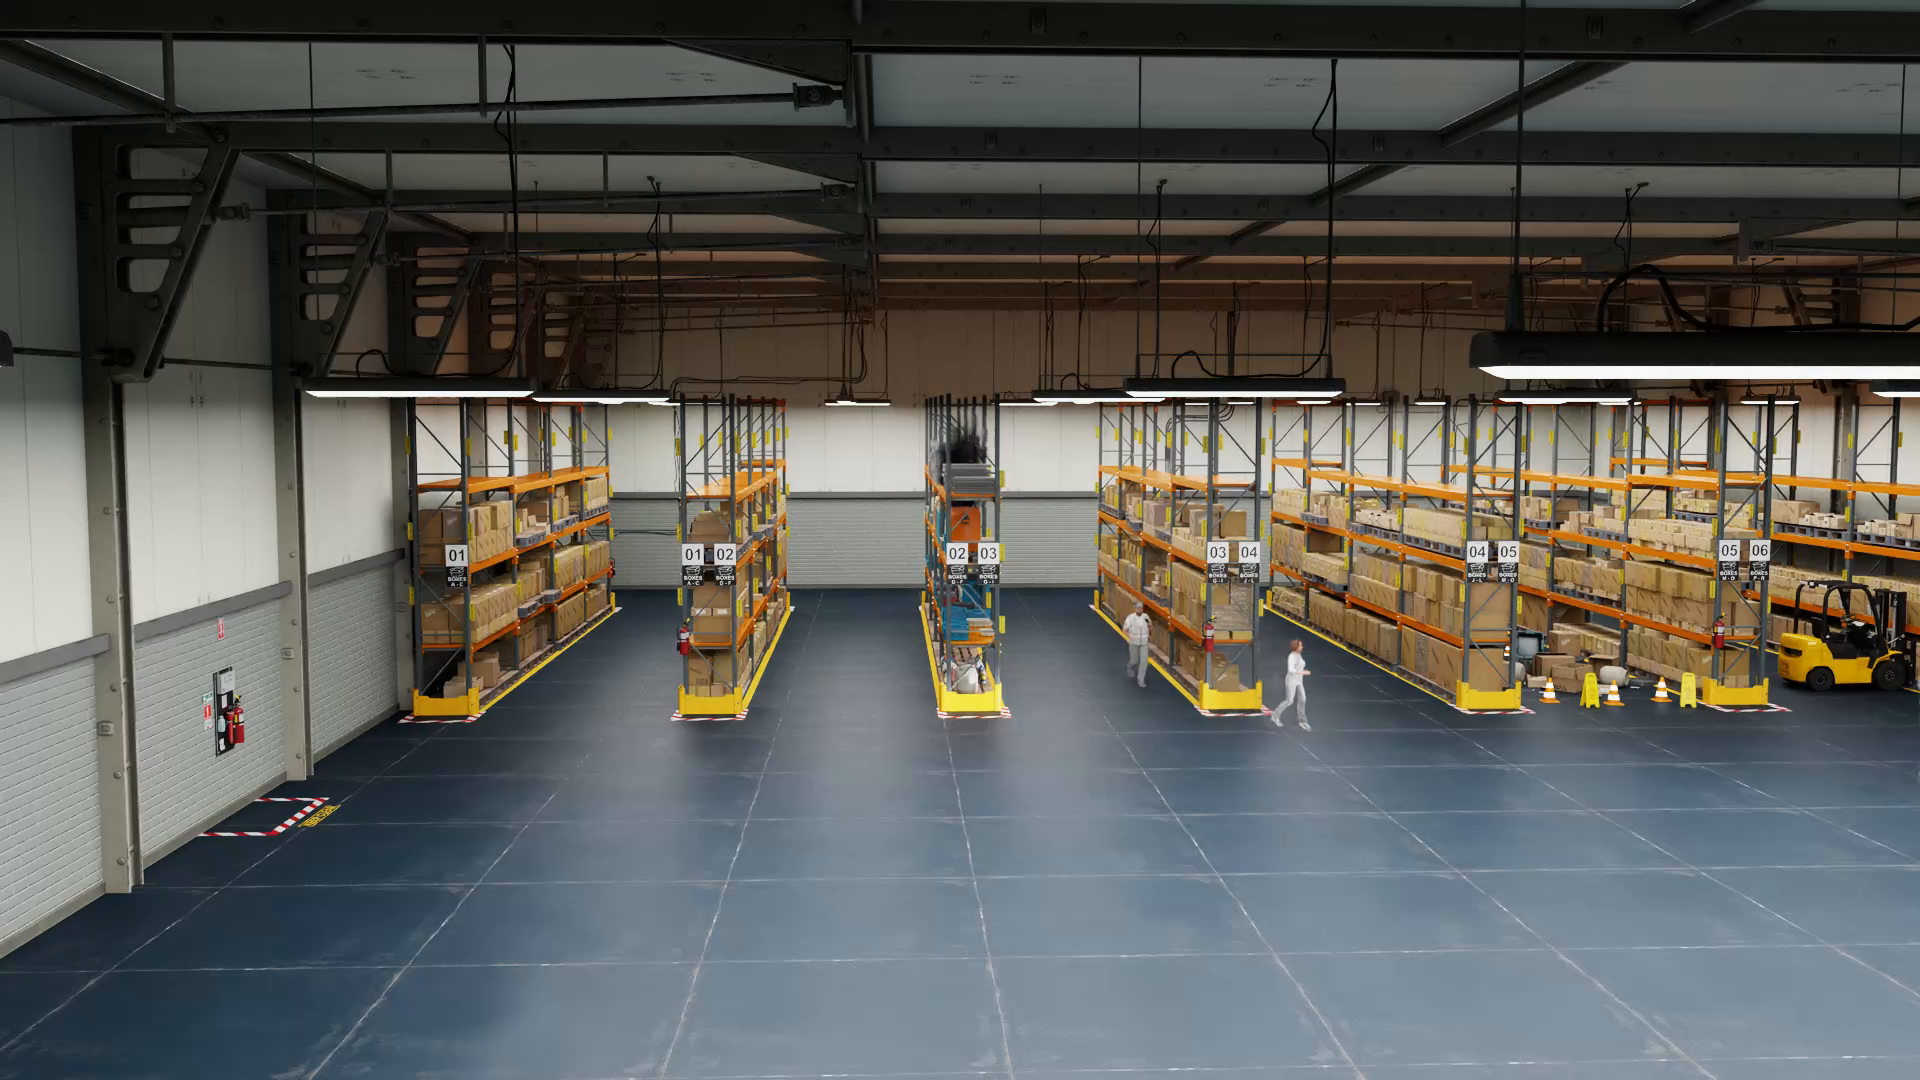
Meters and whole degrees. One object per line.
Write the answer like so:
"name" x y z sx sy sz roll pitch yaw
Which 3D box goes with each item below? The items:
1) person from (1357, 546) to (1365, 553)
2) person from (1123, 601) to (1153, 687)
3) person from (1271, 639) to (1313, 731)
"person" 11.972 1.020 49.282 0.881 1.697 0.611 0 5 3
"person" 3.708 2.133 34.549 0.663 1.772 0.816 -1 5 -9
"person" 5.936 2.580 29.669 0.734 1.638 0.558 3 5 32
